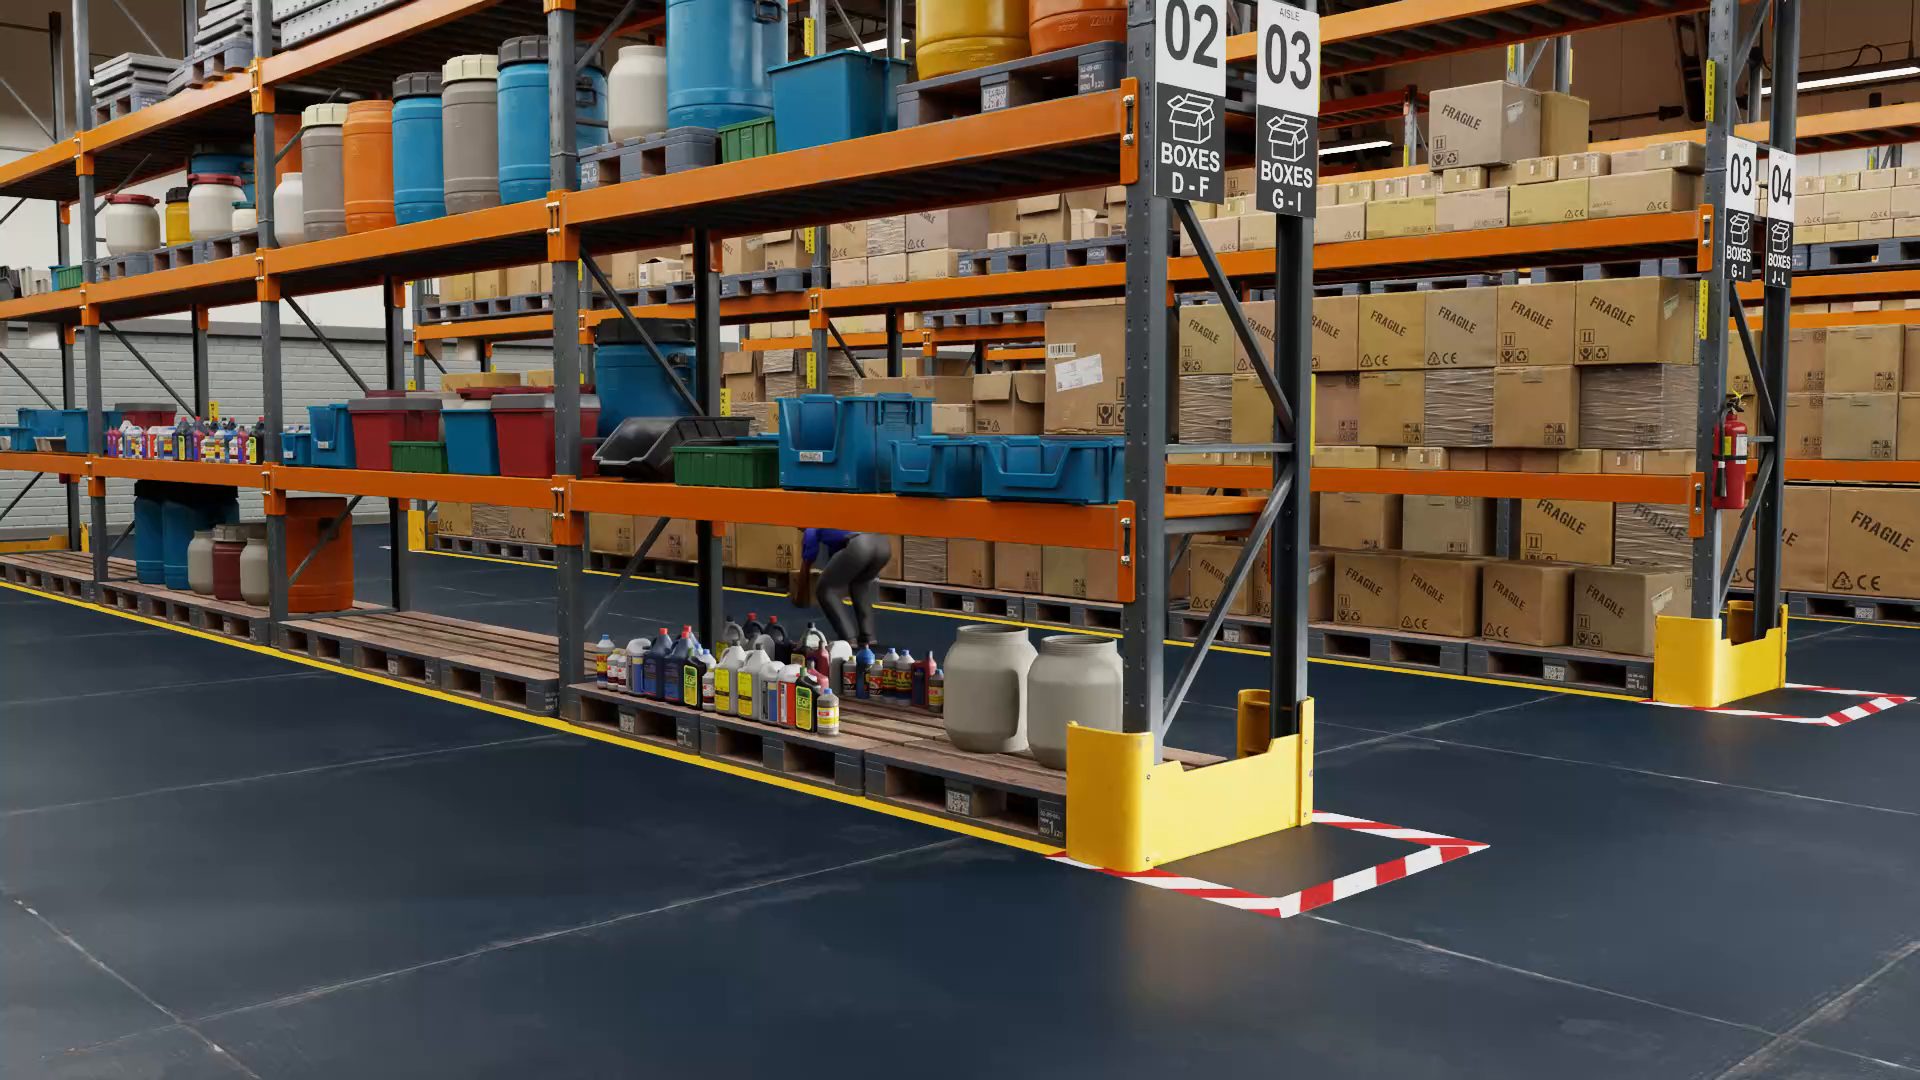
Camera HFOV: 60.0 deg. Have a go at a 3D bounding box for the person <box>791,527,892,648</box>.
[{"bbox_3d":[-0.877,0.260,12.016,0.860,1.012,0.456,4,6,43],"label":"person"}]
